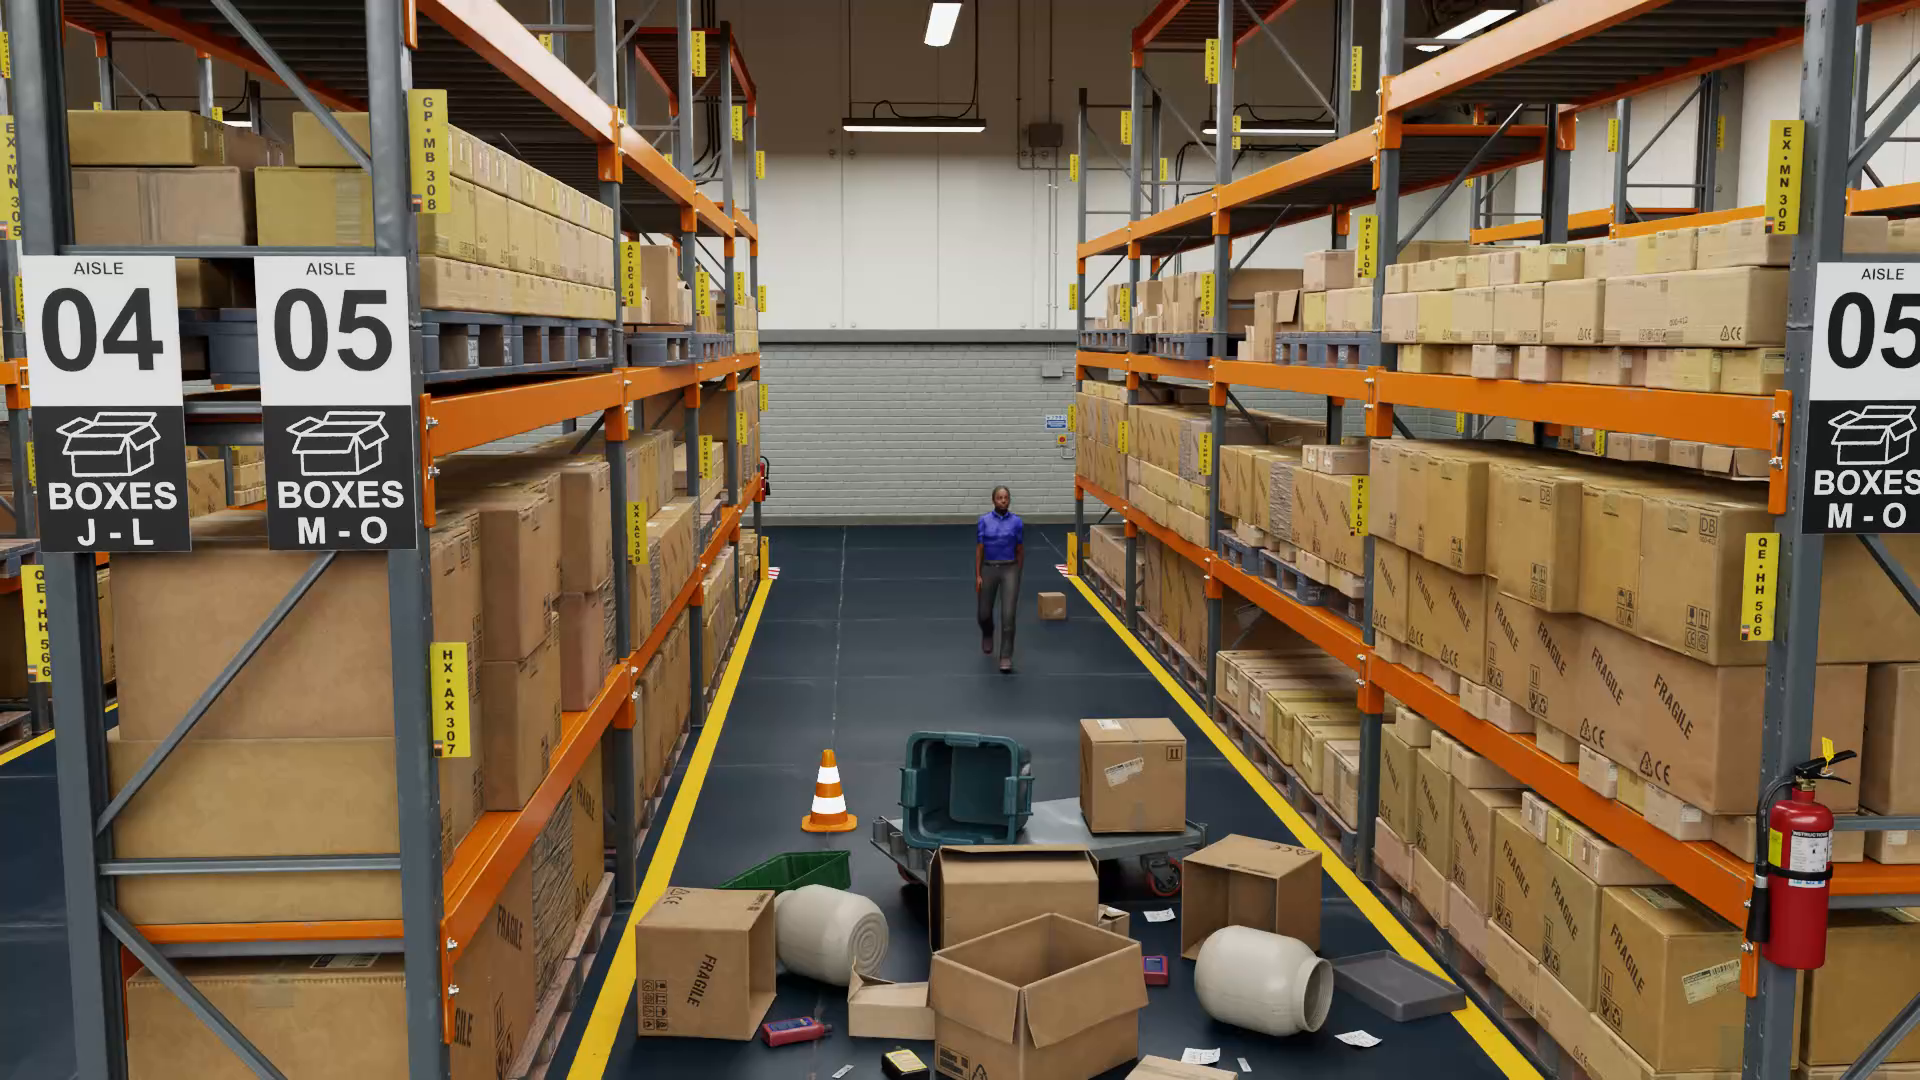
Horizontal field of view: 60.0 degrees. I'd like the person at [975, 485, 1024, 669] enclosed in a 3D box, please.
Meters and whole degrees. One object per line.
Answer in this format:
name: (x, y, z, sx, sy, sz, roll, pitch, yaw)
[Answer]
person: (0.357, 0.314, 15.059, 0.445, 1.631, 0.727, 0, 7, 2)
